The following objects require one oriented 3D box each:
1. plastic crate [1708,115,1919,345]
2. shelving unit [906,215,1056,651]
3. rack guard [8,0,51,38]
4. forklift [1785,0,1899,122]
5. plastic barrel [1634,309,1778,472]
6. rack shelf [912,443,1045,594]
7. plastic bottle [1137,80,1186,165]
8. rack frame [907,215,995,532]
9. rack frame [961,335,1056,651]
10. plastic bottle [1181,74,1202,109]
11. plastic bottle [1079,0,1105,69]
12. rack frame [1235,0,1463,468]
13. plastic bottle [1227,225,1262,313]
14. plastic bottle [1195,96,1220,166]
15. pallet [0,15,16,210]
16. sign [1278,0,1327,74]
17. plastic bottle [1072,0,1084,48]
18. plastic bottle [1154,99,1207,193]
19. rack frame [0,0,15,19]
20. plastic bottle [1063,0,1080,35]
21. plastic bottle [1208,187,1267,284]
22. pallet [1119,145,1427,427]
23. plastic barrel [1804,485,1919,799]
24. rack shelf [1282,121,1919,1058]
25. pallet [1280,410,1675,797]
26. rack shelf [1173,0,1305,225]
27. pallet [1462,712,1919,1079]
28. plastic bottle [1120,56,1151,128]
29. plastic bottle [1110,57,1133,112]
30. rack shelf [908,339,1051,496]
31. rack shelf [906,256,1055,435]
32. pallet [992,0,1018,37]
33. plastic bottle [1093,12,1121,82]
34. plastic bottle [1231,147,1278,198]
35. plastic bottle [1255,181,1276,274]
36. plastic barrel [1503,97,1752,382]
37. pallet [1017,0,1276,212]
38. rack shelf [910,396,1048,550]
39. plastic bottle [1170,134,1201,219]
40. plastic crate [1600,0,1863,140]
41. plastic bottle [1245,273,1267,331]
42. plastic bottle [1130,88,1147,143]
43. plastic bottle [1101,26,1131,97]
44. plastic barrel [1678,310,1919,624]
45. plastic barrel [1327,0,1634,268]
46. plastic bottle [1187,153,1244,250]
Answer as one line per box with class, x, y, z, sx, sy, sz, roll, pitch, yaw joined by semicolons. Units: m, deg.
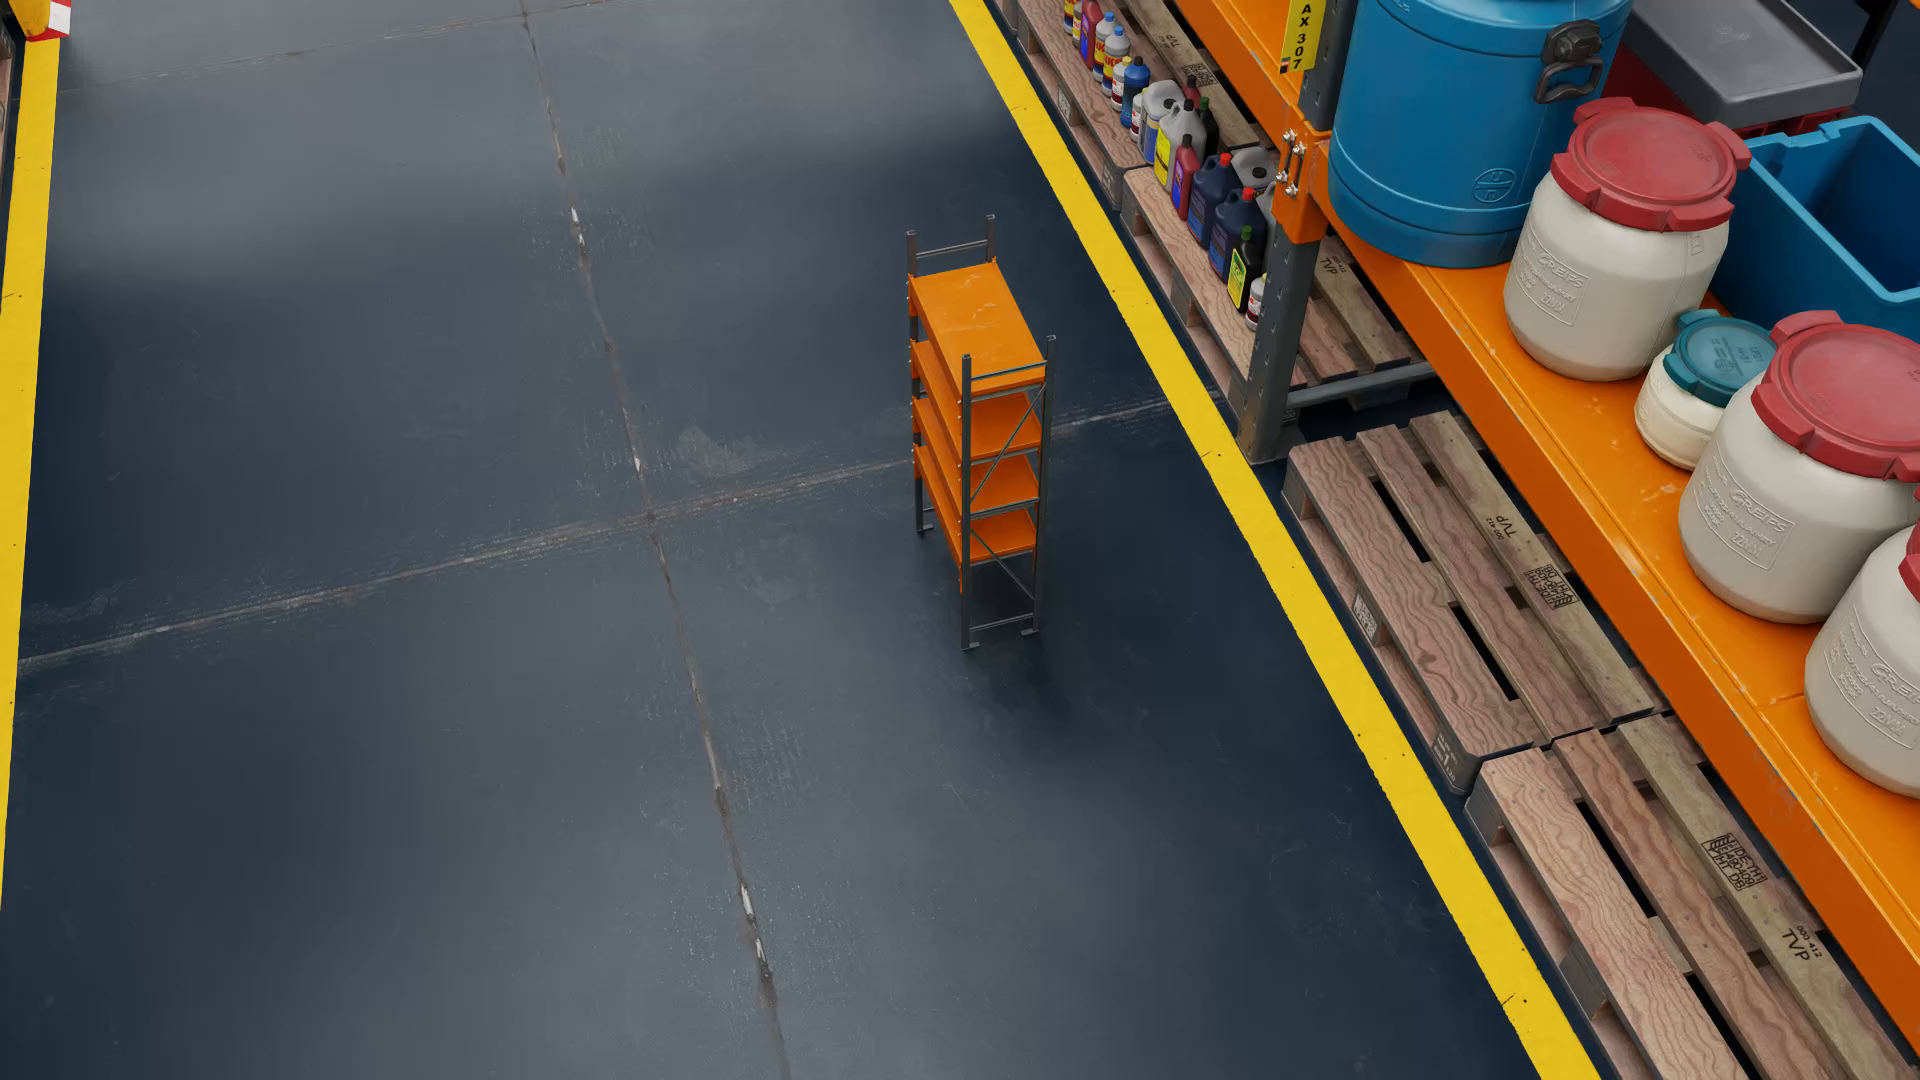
plastic crate;2.032;-0.620;3.821;0.392;0.384;0.575;-13;51;-11
shelving unit;0.049;-0.266;4.689;0.258;1.200;0.503;-13;51;-11
rack guard;-4.483;-2.301;6.863;1.175;0.500;0.348;-13;51;-11
forklift;2.685;-2.402;5.358;1.130;2.935;3.031;-12;51;-10
plastic barrel;1.654;-0.315;3.644;0.301;0.262;0.301;0;50;0
rack shelf;0.049;-0.094;4.893;0.258;0.148;0.480;-13;51;-11
plastic bottle;0.747;-1.526;6.068;0.152;0.276;0.135;-12;51;-10
rack frame;-0.023;-0.444;4.840;0.240;1.200;0.015;-13;51;-11
rack frame;0.121;-0.088;4.539;0.240;1.200;0.015;-13;51;-11
plastic bottle;0.848;-1.552;6.086;0.061;0.283;0.133;-13;51;-11
plastic bottle;0.514;-1.984;6.450;0.061;0.283;0.133;-13;51;-10
rack frame;1.409;-1.361;4.435;1.000;3.000;0.127;-13;51;-11
plastic bottle;0.952;-0.904;5.539;0.061;0.283;0.133;-11;51;-9
plastic bottle;0.881;-1.450;6.000;0.061;0.283;0.133;-13;51;-11
pallet;-4.276;-1.607;6.466;1.003;0.211;1.213;-13;51;-11
sign;0.880;-1.334;4.231;0.100;0.325;0.005;-13;51;-11
plastic bottle;0.495;-2.052;6.560;0.097;0.201;0.097;0;50;0
plastic bottle;0.791;-1.430;5.938;0.144;0.351;0.185;-14;51;-11
rack frame;-4.505;-3.162;5.954;1.000;3.000;0.127;-13;51;-11
plastic bottle;0.465;-2.150;6.597;0.097;0.271;0.097;0;50;0
plastic bottle;0.943;-1.054;5.621;0.144;0.351;0.185;-15;51;-12
pallet;1.250;-0.962;5.923;1.003;0.211;1.213;-13;51;-11
plastic barrel;1.827;0.196;3.034;0.433;0.535;0.433;0;50;0
rack shelf;2.000;0.332;3.479;1.077;0.370;4.000;-13;51;-11
pallet;1.678;0.103;5.025;1.003;0.211;1.213;-13;51;-11
rack shelf;0.818;-2.590;5.942;1.077;0.370;4.000;-13;51;-11
pallet;2.043;0.995;4.273;1.003;0.211;1.213;-13;51;-11
plastic bottle;0.655;-1.679;6.200;0.097;0.271;0.097;0;50;0
plastic bottle;0.625;-1.732;6.290;0.097;0.201;0.097;0;50;0
rack shelf;0.049;-0.367;4.570;0.258;0.148;0.480;-13;51;-11
rack shelf;0.049;-0.519;4.389;0.258;0.148;0.480;-13;51;-11
pallet;0.529;-2.744;7.425;1.003;0.211;1.213;-13;51;-11
plastic bottle;0.566;-1.900;6.386;0.097;0.271;0.097;0;50;0
plastic bottle;1.021;-1.222;5.812;0.152;0.276;0.135;-13;51;-11
plastic bottle;1.081;-1.087;5.649;0.144;0.351;0.185;-13;51;-11
plastic barrel;1.482;-0.656;3.752;0.433;0.535;0.433;0;50;0
pallet;0.886;-1.855;6.675;1.003;0.211;1.213;-13;51;-11
rack shelf;0.049;-0.222;4.741;0.258;0.148;0.480;-13;51;-11
plastic bottle;0.798;-1.282;5.858;0.061;0.283;0.133;-10;51;-9
plastic crate;1.844;-1.097;4.171;0.402;0.464;0.583;-13;51;-11
plastic bottle;1.004;-0.795;5.501;0.097;0.201;0.097;0;50;0
plastic bottle;0.686;-1.582;6.164;0.097;0.201;0.097;0;50;0
plastic bottle;0.596;-1.827;6.325;0.097;0.271;0.097;0;50;0
plastic barrel;1.699;-0.120;3.301;0.433;0.535;0.433;0;50;0
plastic barrel;1.234;-1.172;3.948;0.600;0.901;0.708;-13;51;-11
plastic bottle;0.886;-1.194;5.740;0.144;0.351;0.185;-16;52;-13
